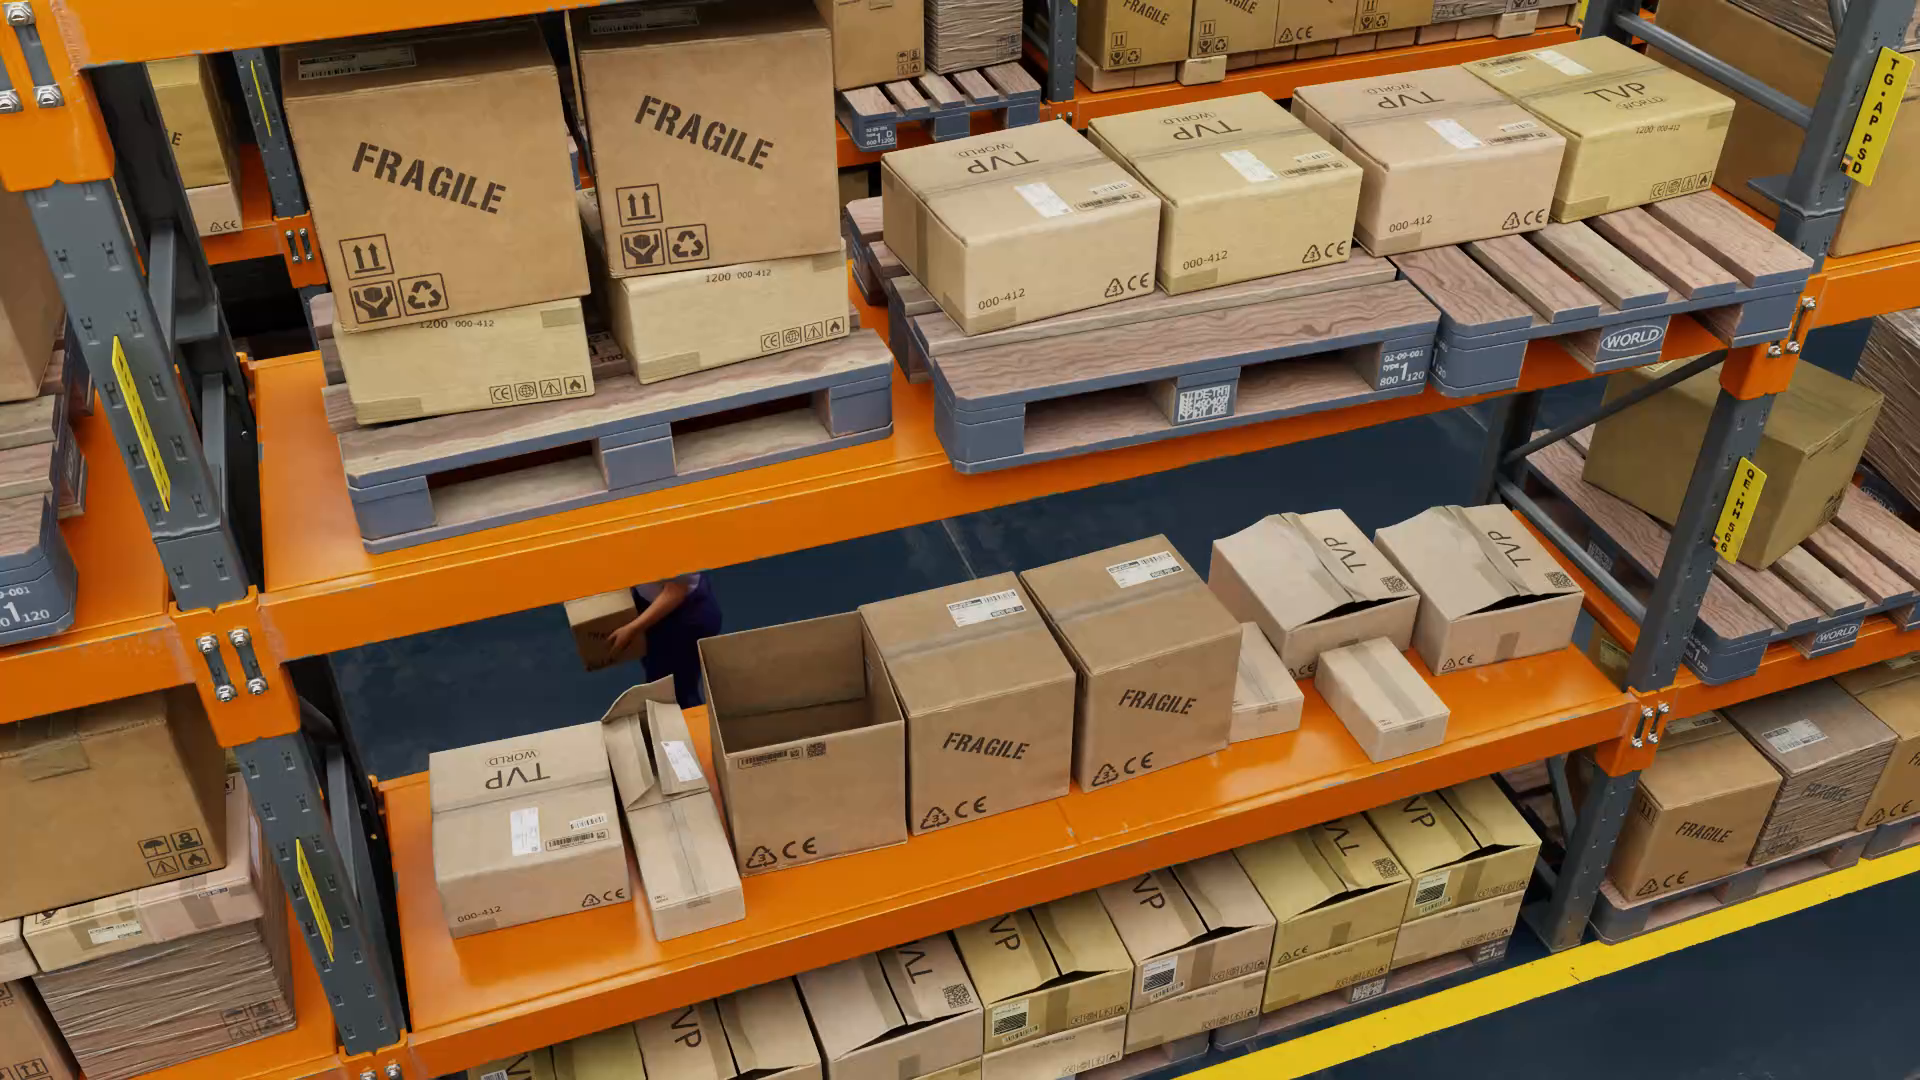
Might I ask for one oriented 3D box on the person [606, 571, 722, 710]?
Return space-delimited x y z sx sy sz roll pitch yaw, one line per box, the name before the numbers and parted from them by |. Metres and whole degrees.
person | -1.165 0.280 6.427 0.450 1.656 0.498 -13 40 -16
